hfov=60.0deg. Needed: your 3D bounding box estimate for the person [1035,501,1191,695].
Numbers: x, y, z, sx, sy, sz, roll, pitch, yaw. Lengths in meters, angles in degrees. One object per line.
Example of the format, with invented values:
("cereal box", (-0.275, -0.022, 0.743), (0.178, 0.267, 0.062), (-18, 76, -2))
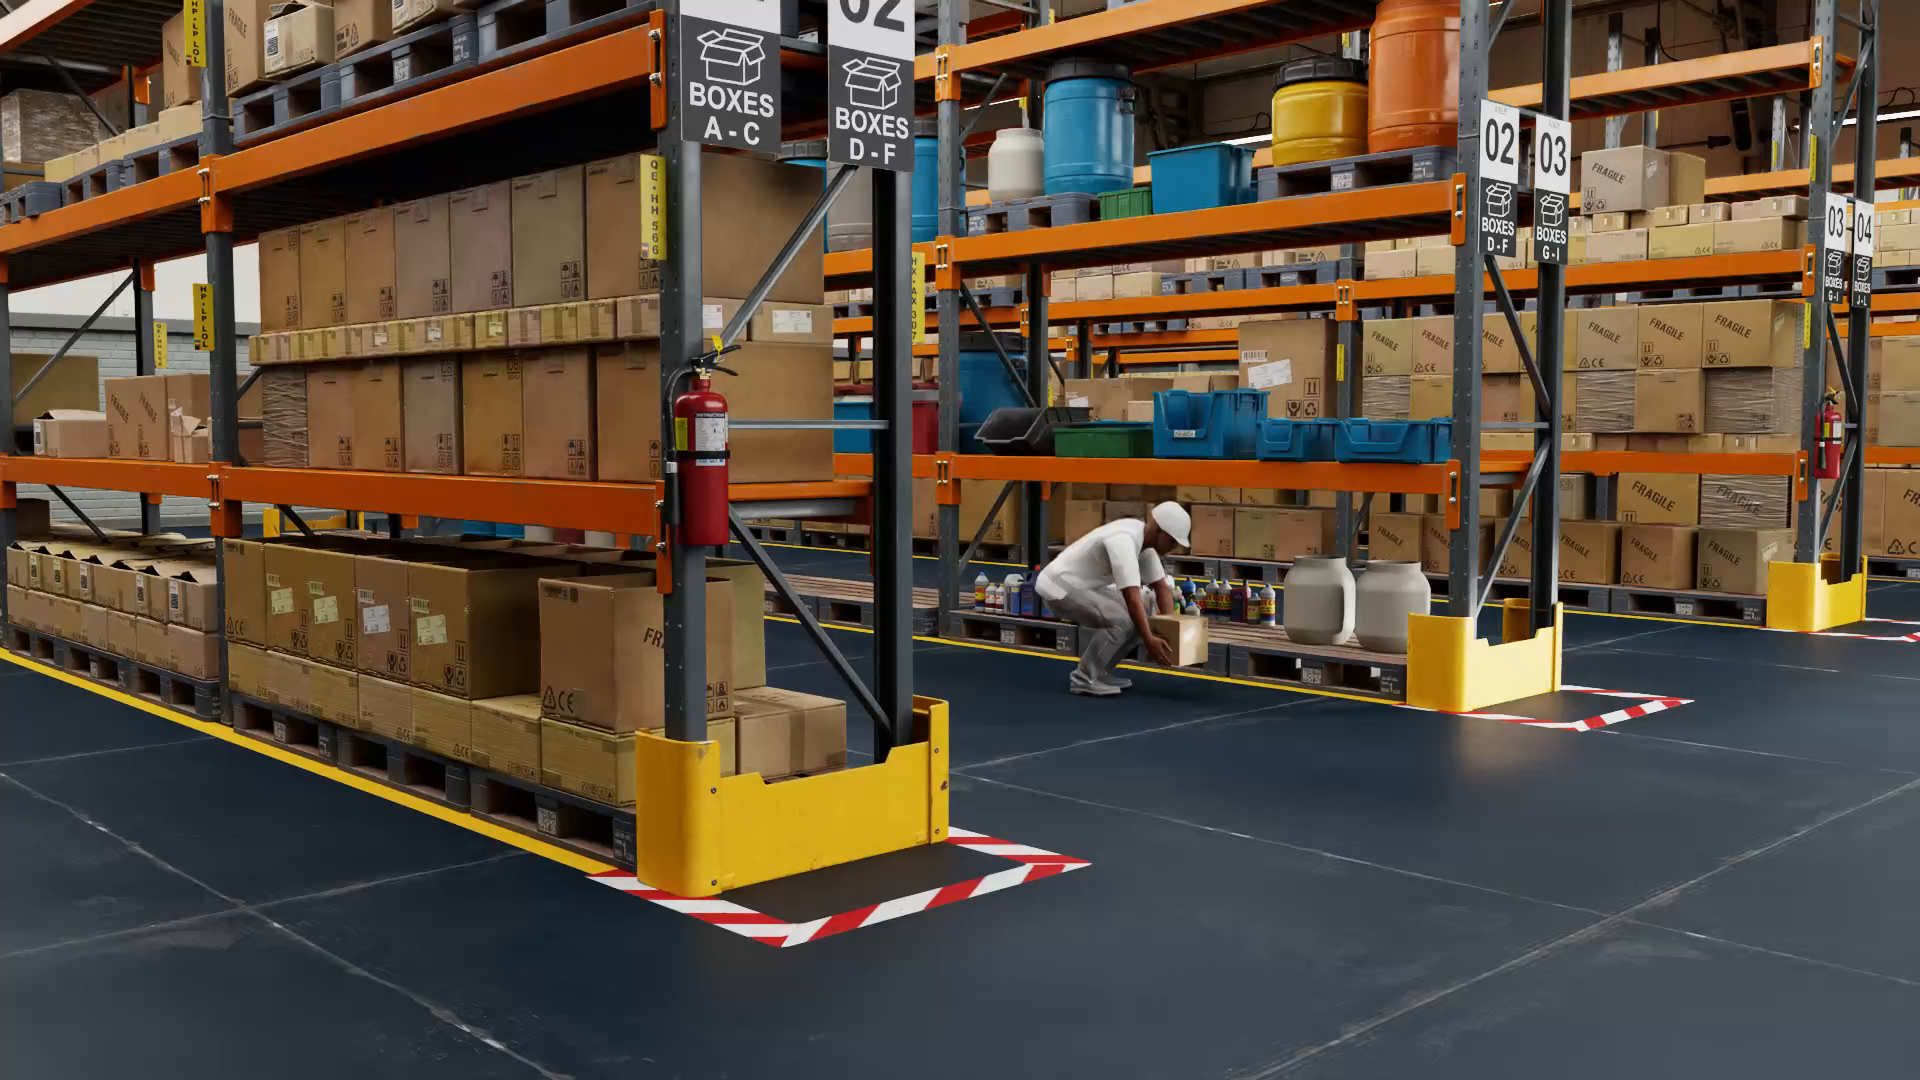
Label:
("person", (0.881, 0.320, 9.418), (0.862, 1.091, 0.598), (2, 4, 27))
